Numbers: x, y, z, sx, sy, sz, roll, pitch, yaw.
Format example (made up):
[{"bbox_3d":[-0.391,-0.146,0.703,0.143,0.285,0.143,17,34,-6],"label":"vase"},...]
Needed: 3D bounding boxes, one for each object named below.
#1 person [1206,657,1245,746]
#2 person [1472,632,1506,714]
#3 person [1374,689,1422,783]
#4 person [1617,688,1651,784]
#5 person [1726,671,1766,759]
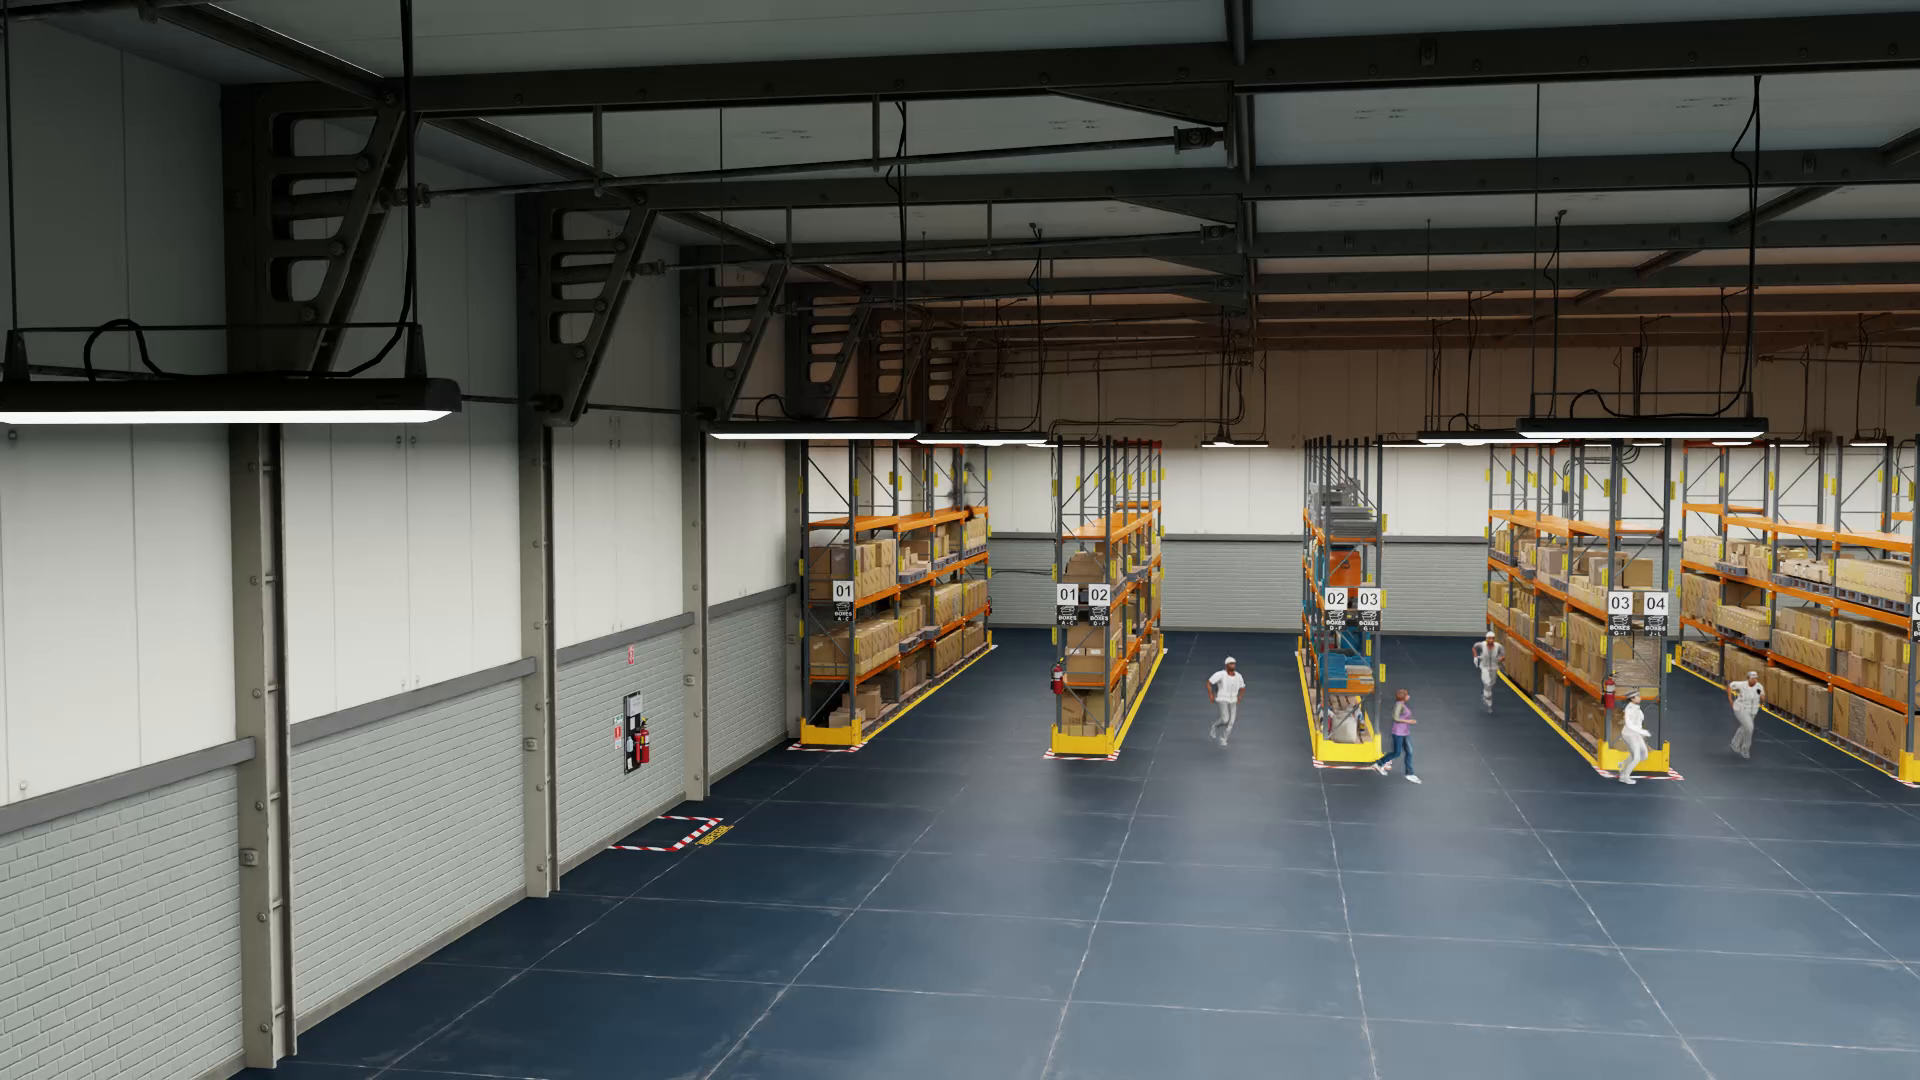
[{"bbox_3d":[5.206,3.132,32.285,0.756,1.704,0.551,-1,3,-18],"label":"person"},{"bbox_3d":[11.601,2.877,36.508,0.653,1.794,0.991,0,3,3],"label":"person"},{"bbox_3d":[7.561,3.368,28.715,0.819,1.610,0.527,2,4,30],"label":"person"},{"bbox_3d":[11.573,3.354,28.531,0.569,1.644,0.644,2,4,35],"label":"person"},{"bbox_3d":[14.658,3.236,31.049,0.596,1.649,0.902,0,3,-9],"label":"person"}]
